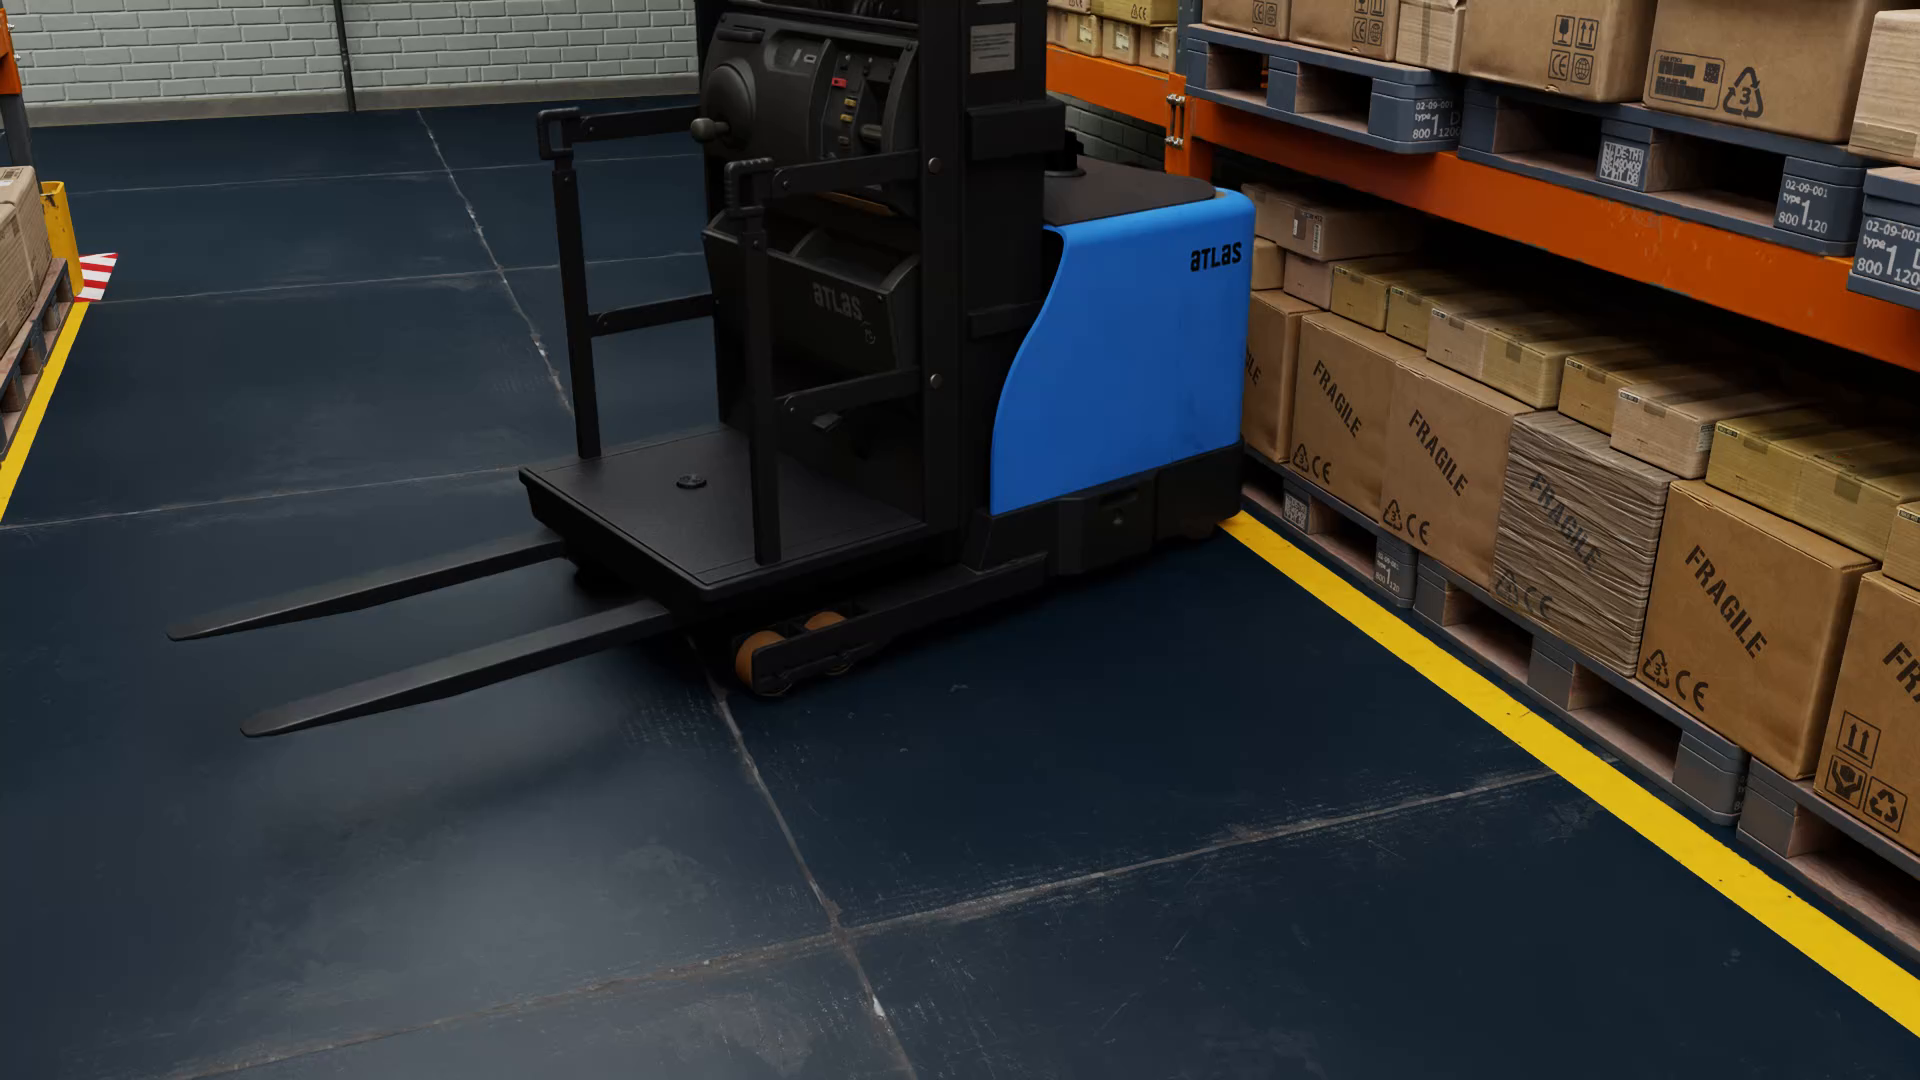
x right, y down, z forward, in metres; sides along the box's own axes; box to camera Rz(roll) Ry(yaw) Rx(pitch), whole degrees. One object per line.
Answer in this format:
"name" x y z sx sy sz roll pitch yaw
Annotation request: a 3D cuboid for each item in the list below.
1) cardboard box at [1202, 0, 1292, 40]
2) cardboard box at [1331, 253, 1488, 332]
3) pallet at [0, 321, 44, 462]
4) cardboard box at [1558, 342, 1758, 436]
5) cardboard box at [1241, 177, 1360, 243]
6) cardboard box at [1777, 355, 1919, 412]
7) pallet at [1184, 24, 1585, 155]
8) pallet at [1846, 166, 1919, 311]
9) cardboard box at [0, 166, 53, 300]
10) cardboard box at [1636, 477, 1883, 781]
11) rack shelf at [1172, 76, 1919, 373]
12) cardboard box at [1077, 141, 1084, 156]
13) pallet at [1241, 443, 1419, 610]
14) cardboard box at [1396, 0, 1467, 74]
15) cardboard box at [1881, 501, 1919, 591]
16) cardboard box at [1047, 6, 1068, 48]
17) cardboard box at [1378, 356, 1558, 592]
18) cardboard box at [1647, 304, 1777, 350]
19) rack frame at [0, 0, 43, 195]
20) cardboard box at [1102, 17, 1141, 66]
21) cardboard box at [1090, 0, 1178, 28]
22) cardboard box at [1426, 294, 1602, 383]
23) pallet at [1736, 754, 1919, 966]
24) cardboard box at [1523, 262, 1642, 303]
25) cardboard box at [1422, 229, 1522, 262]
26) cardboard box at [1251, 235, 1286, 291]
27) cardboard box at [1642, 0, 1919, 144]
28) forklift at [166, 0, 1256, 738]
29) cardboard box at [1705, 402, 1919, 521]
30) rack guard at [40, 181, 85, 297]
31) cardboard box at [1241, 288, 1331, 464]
"cardboard box" 1.161 -1.789 4.963 0.700 0.500 0.500 -8 24 -18
"cardboard box" 1.349 -0.748 5.005 0.380 0.149 0.250 -10 25 -22
"pallet" -4.073 -0.520 6.211 1.003 0.211 1.213 -8 24 -19
"cardboard box" 1.720 -0.370 4.108 0.380 0.149 0.250 -8 24 -19
"cardboard box" 1.134 -1.075 5.398 0.380 0.149 0.250 -9 24 -20
"cardboard box" 2.213 -0.338 4.032 0.380 0.149 0.250 -8 24 -19
"pallet" 1.380 -1.362 4.867 1.003 0.211 1.213 -8 24 -19
"pallet" 2.308 -0.451 2.705 1.213 0.211 1.003 -8 24 -19
"cardboard box" -4.529 -1.314 7.263 0.875 0.438 0.875 -9 25 -21
"cardboard box" 1.908 0.158 3.690 0.500 0.500 0.500 -7 24 -17
"rack shelf" 1.906 -0.698 3.970 1.077 0.370 4.000 -8 24 -19
"cardboard box" 0.180 -1.700 8.099 0.700 0.500 0.500 -7 24 -17
"pallet" 1.522 -0.181 5.407 1.003 0.211 1.213 -8 24 -19
"cardboard box" 1.332 -1.330 4.176 0.396 0.266 0.258 -7 24 -16
"cardboard box" 2.024 0.015 3.194 0.380 0.149 0.250 -9 25 -21
"cardboard box" 0.557 -2.003 6.464 0.380 0.149 0.250 -8 24 -18
"cardboard box" 1.530 -0.217 4.580 0.500 0.500 0.500 -9 25 -21
"cardboard box" 2.097 -0.538 4.507 0.380 0.149 0.250 -8 24 -18
"rack frame" -4.856 -2.527 7.384 1.000 3.000 0.127 -8 24 -19
"cardboard box" 0.739 -1.813 6.013 0.380 0.149 0.250 -8 24 -18
"cardboard box" 0.792 -1.976 5.885 0.500 0.250 0.500 -8 24 -18
"cardboard box" 1.512 -0.554 4.546 0.380 0.149 0.250 -8 24 -19
"pallet" 2.384 0.706 3.304 1.003 0.211 1.213 -8 24 -19
"cardboard box" 1.907 -0.731 4.965 0.380 0.149 0.250 -10 25 -22
"cardboard box" 1.697 -0.908 5.384 0.380 0.149 0.250 -8 24 -19
"cardboard box" 1.078 -0.930 5.436 0.380 0.149 0.250 -7 24 -16
"cardboard box" 1.863 -1.111 3.351 0.797 0.503 0.637 -9 24 -20
"forklift" -0.579 -1.178 4.271 3.031 2.935 1.130 -17 28 -35
"cardboard box" 1.885 -0.177 3.651 0.380 0.149 0.250 -9 24 -20
"rack guard" -4.864 -1.384 7.890 1.175 0.500 0.348 -8 24 -19
"cardboard box" 1.160 -0.591 5.468 0.500 0.500 0.500 -7 24 -17
